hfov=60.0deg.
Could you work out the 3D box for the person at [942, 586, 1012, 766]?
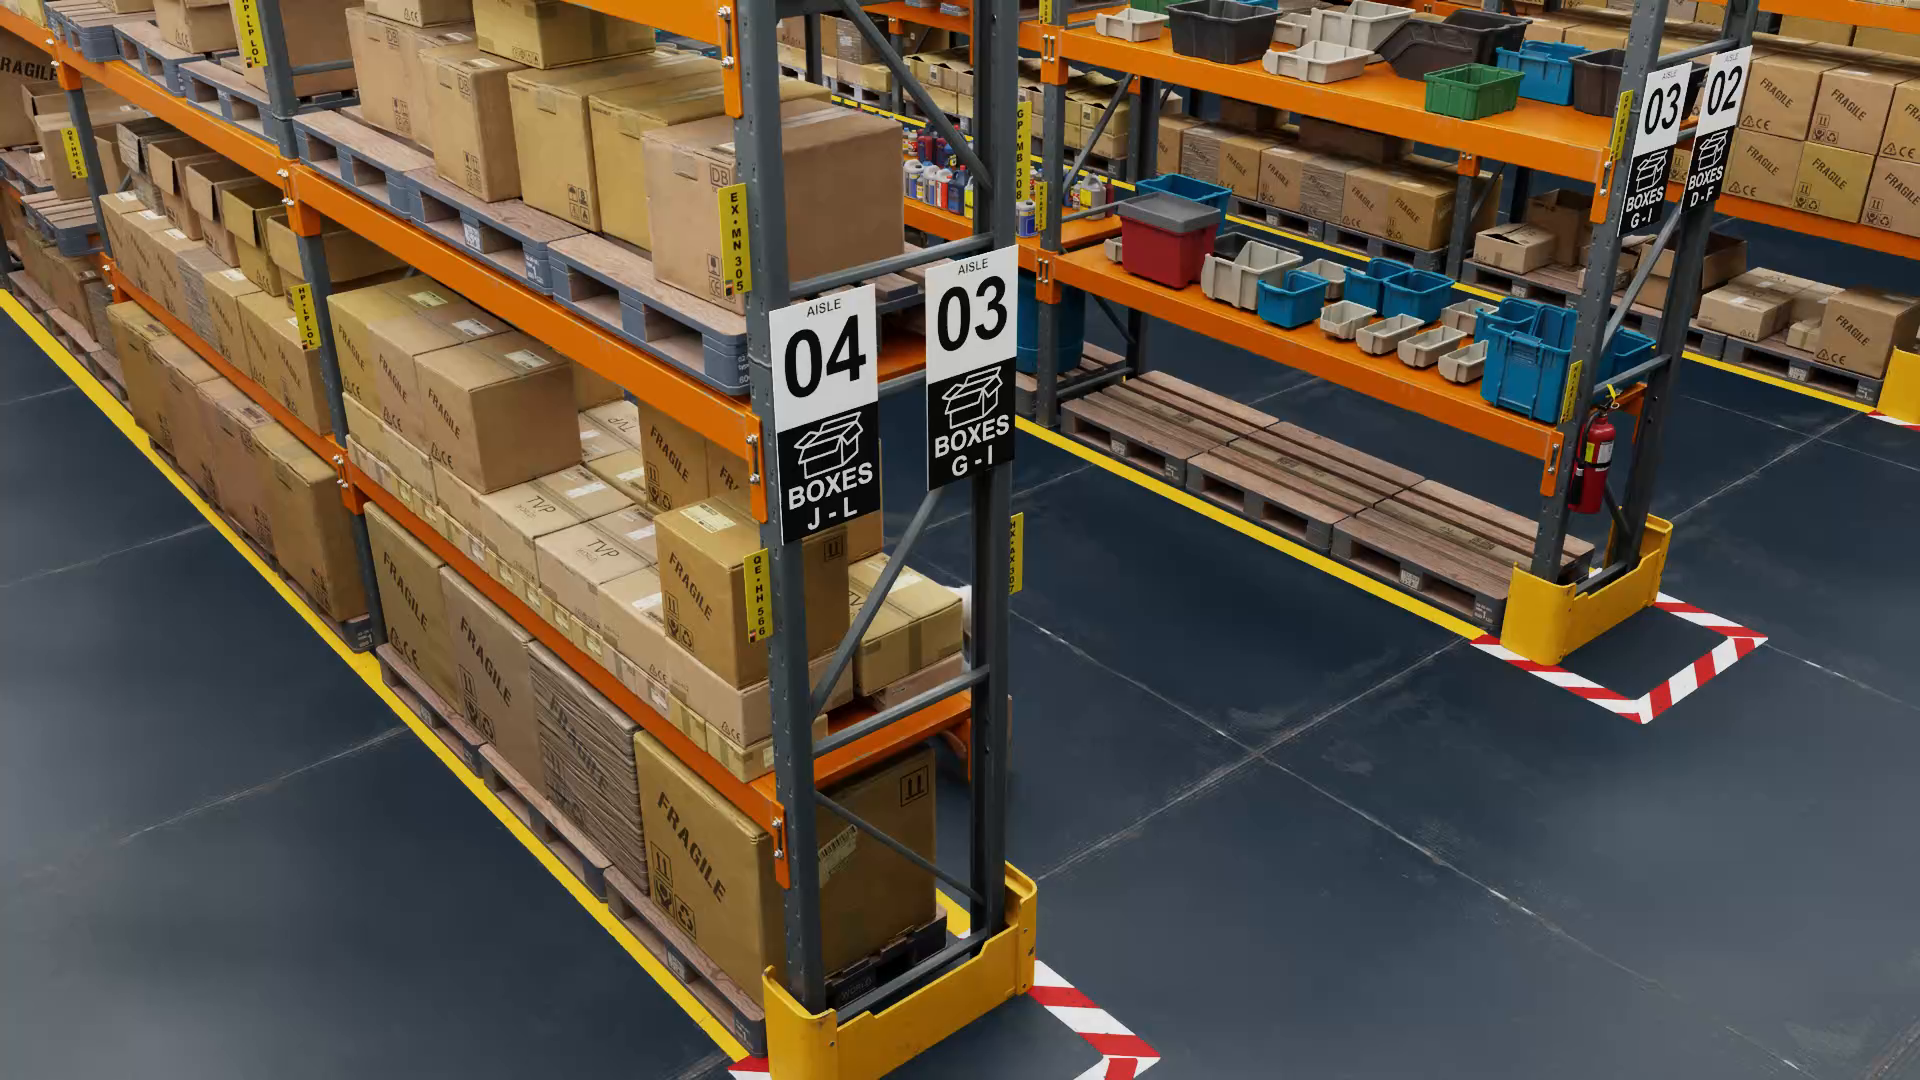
[{"bbox_3d":[-0.137,0.596,8.304,0.524,1.007,0.870,-22,35,-35],"label":"person"}]
